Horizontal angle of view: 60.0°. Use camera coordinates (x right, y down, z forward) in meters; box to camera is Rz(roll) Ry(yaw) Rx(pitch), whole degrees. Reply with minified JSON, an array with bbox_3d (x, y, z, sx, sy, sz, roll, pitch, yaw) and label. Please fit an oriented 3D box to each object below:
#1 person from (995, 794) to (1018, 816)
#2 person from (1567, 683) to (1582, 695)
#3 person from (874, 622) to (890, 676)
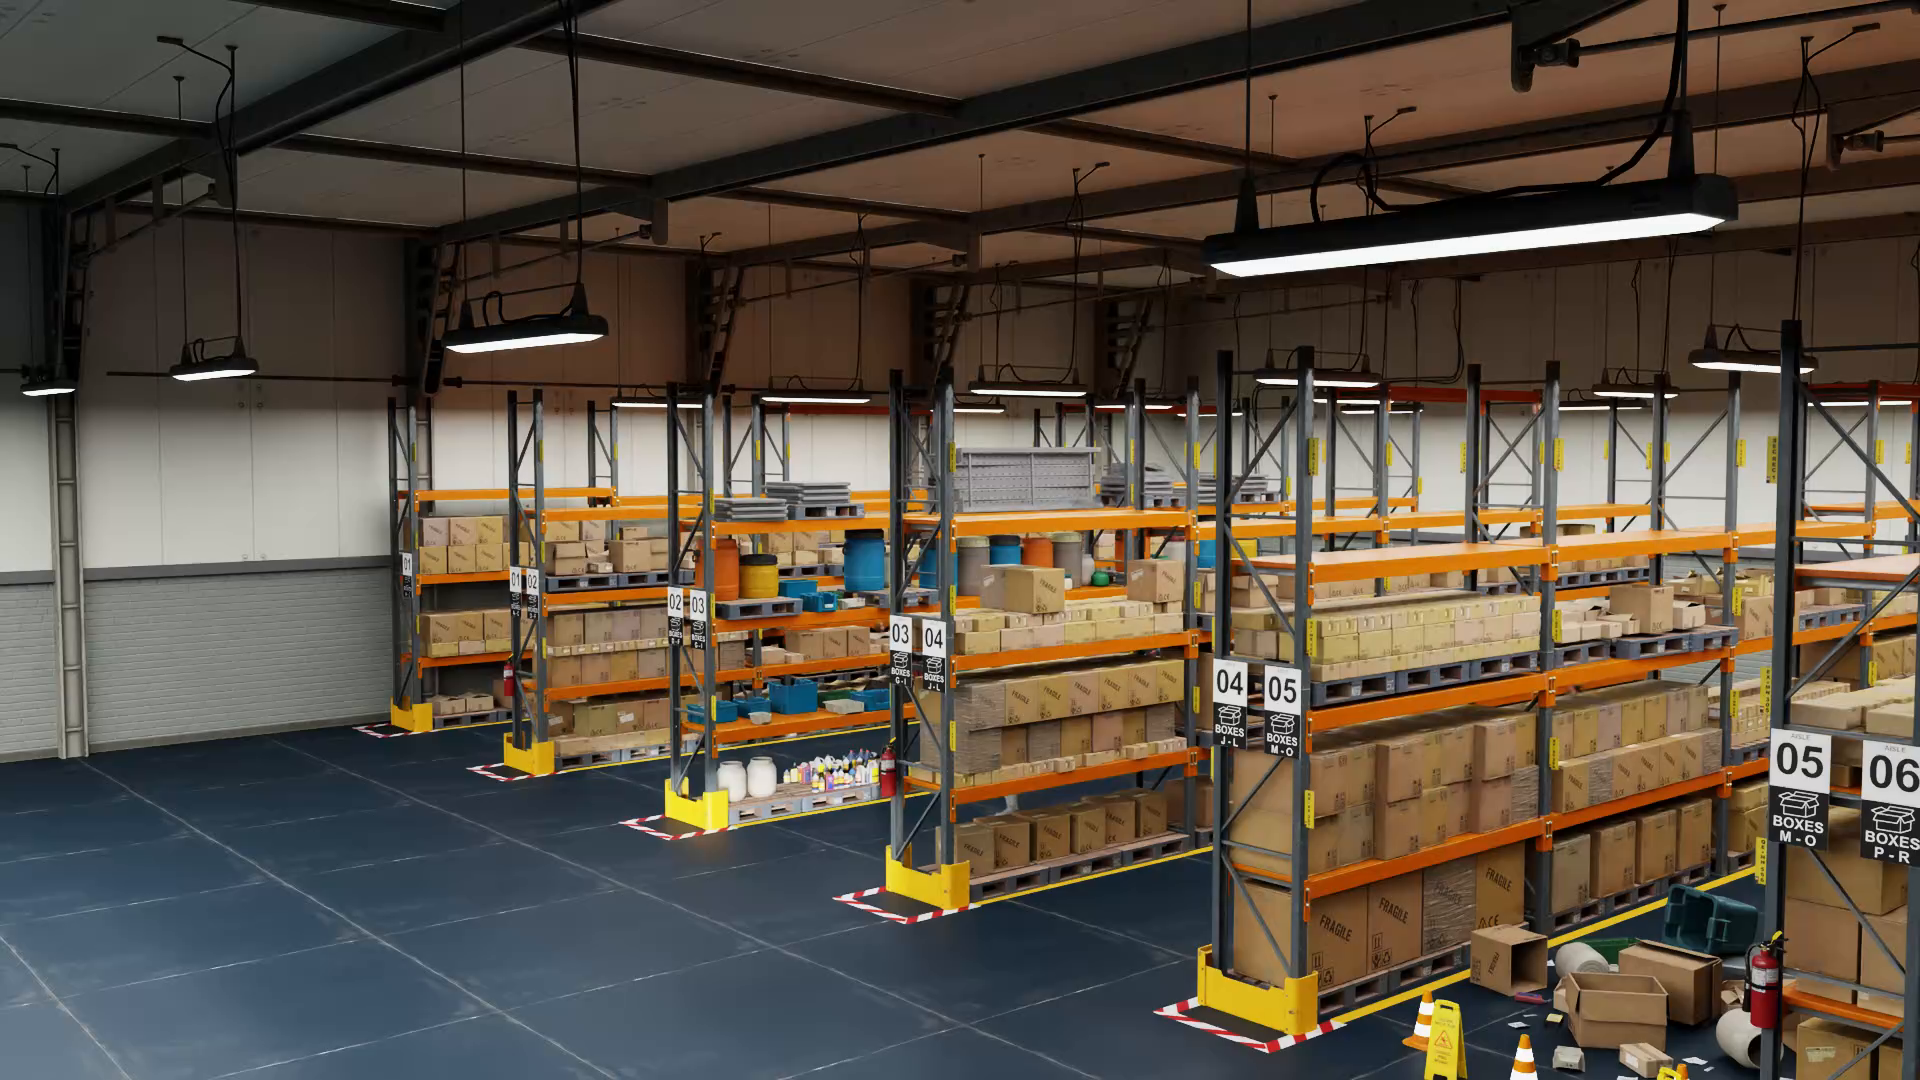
[{"bbox_3d":[0.658,2.984,23.029,0.396,1.724,0.625,2,4,32],"label":"person"},{"bbox_3d":[8.935,2.871,24.592,0.549,1.708,0.581,1,3,10],"label":"person"},{"bbox_3d":[-1.448,2.444,33.574,0.577,1.575,0.565,-1,3,-11],"label":"person"}]
